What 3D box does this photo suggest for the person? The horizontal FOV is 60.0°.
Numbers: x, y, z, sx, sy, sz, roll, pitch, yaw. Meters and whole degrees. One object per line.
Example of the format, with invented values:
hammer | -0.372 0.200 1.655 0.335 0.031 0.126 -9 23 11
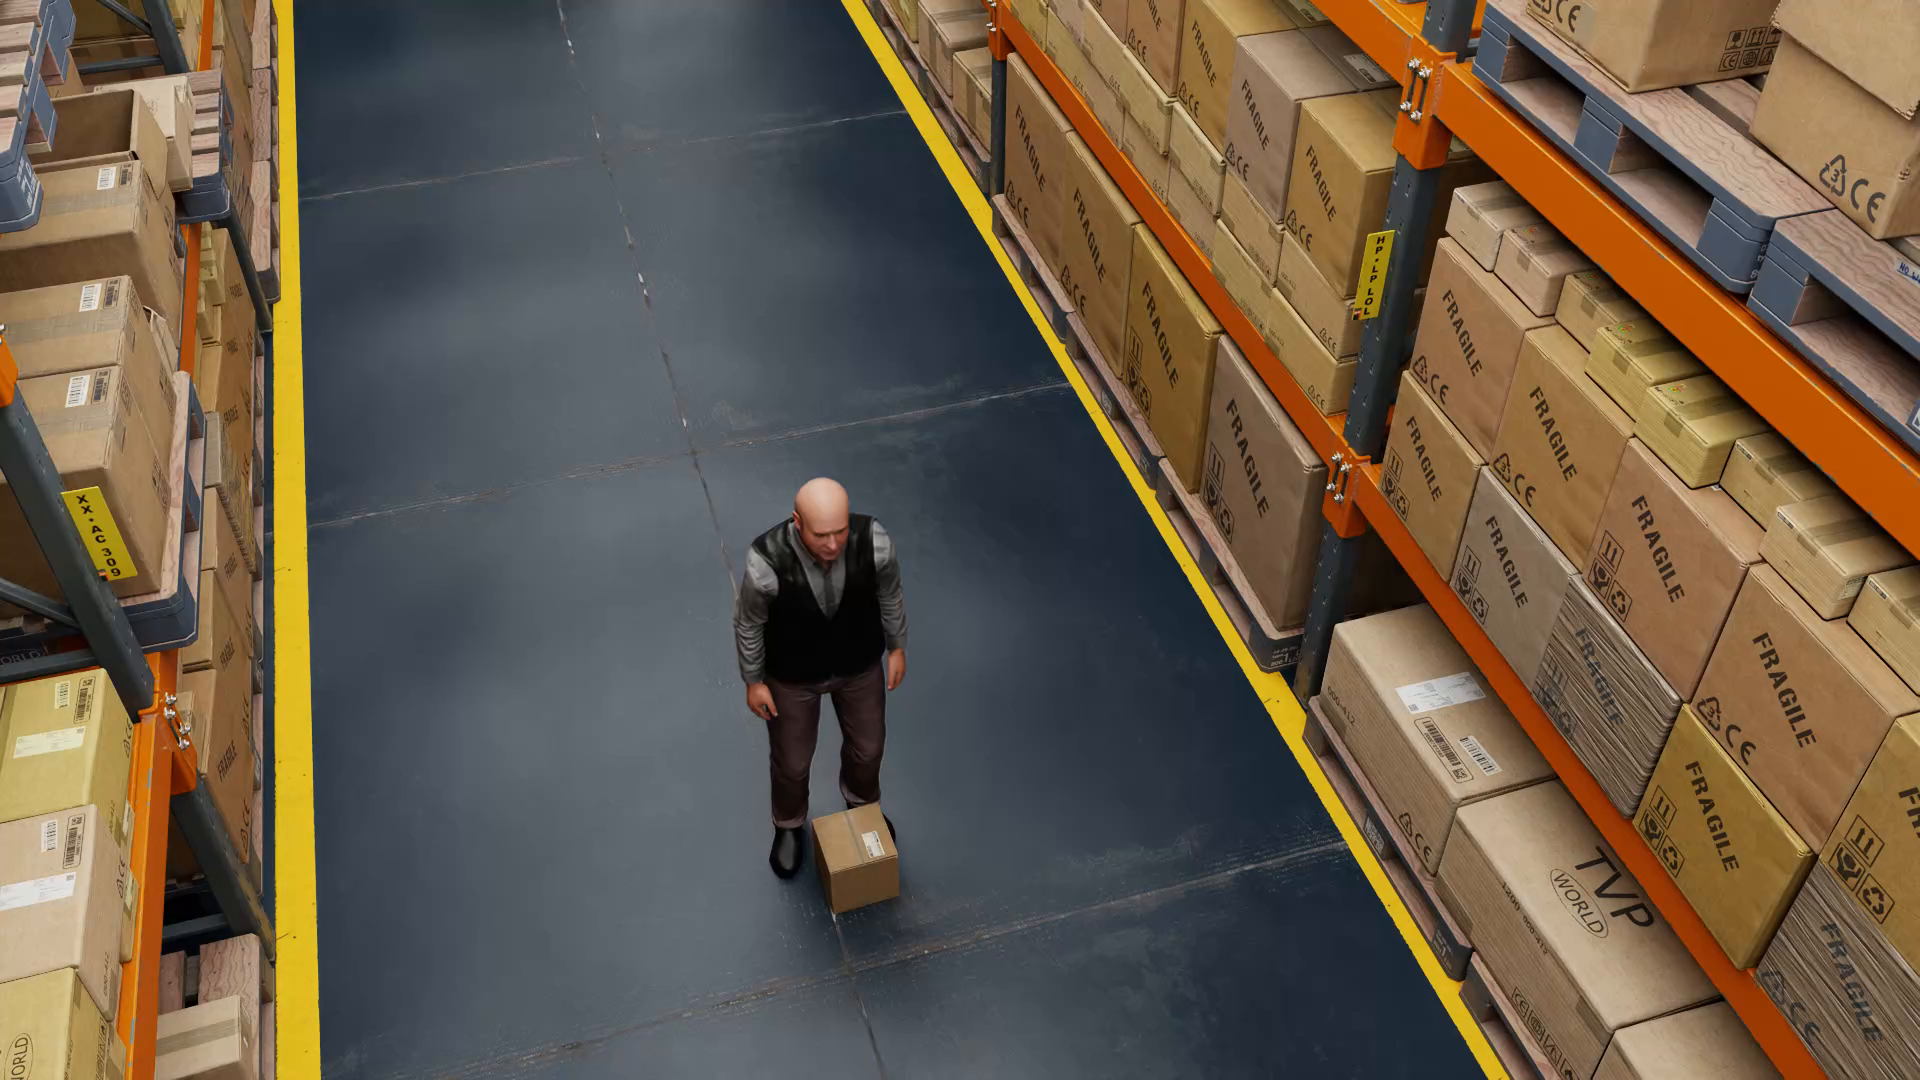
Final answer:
person | -0.459 0.440 5.689 0.585 1.720 0.364 -12 43 -13
